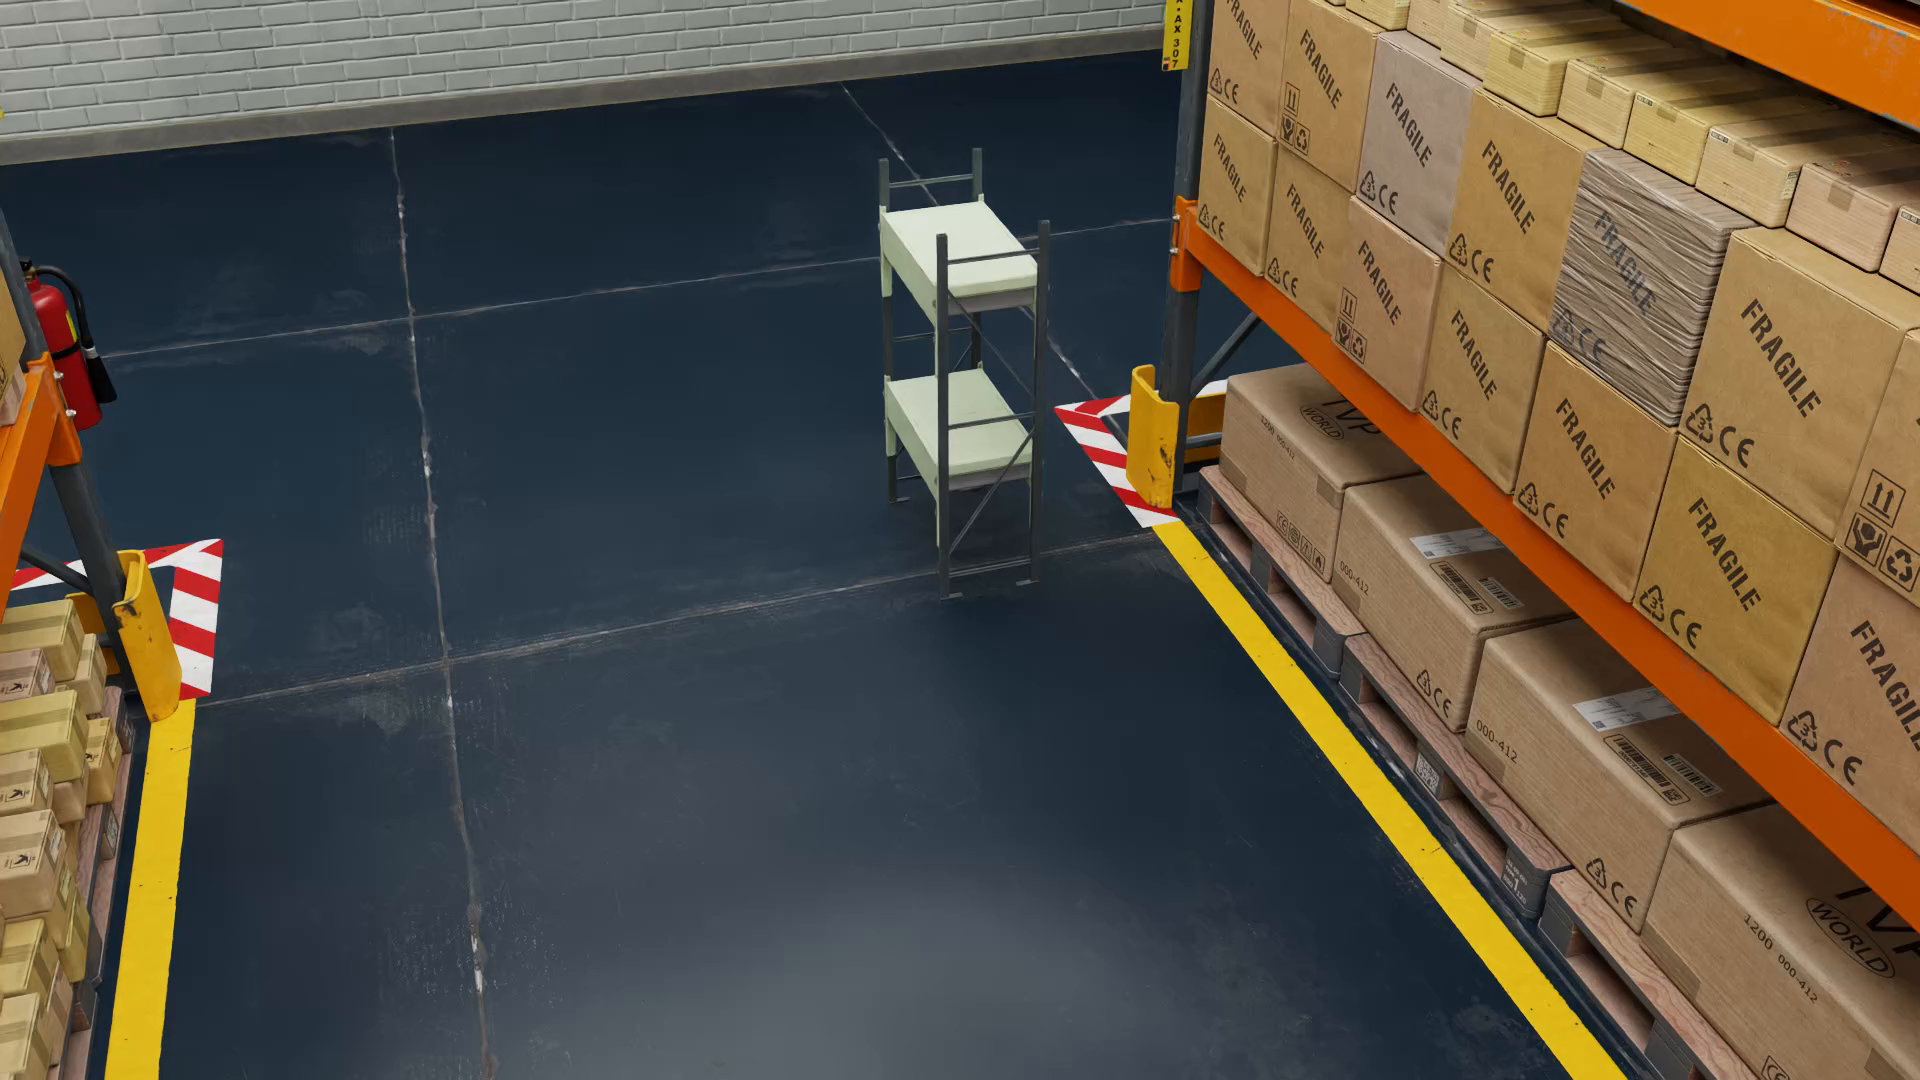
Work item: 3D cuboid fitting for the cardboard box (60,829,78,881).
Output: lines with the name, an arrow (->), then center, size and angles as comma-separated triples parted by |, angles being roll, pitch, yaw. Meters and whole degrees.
cardboard box -> -2.749, 0.993, 4.732 | 0.380, 0.149, 0.250 | -10, 35, -14

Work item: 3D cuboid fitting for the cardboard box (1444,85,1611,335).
cardboard box -> 1.670, -0.905, 4.401 | 0.500, 0.500, 0.500 | -10, 35, -15

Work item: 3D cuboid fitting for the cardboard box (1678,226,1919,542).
cardboard box -> 1.980, -0.375, 3.599 | 0.500, 0.500, 0.500 | -11, 35, -15

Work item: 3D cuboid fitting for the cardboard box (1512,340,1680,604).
cardboard box -> 1.819, -0.220, 4.271 | 0.500, 0.500, 0.500 | -11, 35, -15

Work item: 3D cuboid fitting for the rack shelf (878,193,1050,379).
rack shelf -> 0.002, -0.948, 6.116 | 0.431, 0.370, 0.720 | -10, 35, -15

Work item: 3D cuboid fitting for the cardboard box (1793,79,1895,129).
cardboard box -> 2.247, -1.048, 4.029 | 0.380, 0.149, 0.250 | -10, 35, -15

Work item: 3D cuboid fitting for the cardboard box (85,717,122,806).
cardboard box -> -2.836, 0.712, 5.156 | 0.380, 0.149, 0.250 | -9, 35, -13

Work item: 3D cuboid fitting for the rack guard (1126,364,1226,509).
rack guard -> 1.306, -0.517, 7.078 | 1.175, 0.500, 0.348 | -10, 35, -15

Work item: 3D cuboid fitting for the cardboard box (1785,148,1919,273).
cardboard box -> 1.999, -0.704, 3.508 | 0.380, 0.149, 0.250 | -10, 35, -15

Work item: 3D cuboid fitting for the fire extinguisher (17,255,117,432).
fire extinguisher -> -3.007, -0.683, 5.472 | 0.296, 0.674, 0.183 | -10, 35, -15

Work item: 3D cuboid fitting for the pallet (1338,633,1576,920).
pallet -> 2.001, 0.663, 5.556 | 1.003, 0.211, 1.213 | -10, 35, -15

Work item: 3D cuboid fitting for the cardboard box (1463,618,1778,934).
cardboard box -> 2.171, 0.629, 5.020 | 0.875, 0.438, 0.875 | -11, 35, -16

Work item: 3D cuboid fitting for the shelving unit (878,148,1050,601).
shelving unit -> 0.002, -0.622, 6.331 | 0.431, 1.500, 0.755 | -10, 35, -15

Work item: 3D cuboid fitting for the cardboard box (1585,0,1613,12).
cardboard box -> 1.923, -1.583, 4.838 | 0.380, 0.149, 0.250 | -10, 35, -15

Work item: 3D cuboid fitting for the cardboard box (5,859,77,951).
cardboard box -> -2.606, 1.000, 4.451 | 0.380, 0.149, 0.250 | -10, 35, -14

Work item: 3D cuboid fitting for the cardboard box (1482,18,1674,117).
cardboard box -> 1.591, -1.222, 4.293 | 0.380, 0.149, 0.250 | -11, 35, -16

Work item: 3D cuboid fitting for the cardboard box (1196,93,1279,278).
cardboard box -> 1.187, -1.288, 5.888 | 0.500, 0.500, 0.500 | -10, 35, -15

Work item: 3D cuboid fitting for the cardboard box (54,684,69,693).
cardboard box -> -2.908, 0.604, 5.050 | 0.380, 0.149, 0.250 | -11, 35, -16

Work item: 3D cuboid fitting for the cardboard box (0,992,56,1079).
cardboard box -> -2.435, 1.278, 4.031 | 0.380, 0.149, 0.250 | -10, 35, -14

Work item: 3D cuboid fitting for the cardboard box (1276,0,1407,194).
cardboard box -> 1.353, -1.436, 5.204 | 0.500, 0.500, 0.500 | -11, 35, -16

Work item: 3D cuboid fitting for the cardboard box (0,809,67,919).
cardboard box -> -2.591, 0.874, 4.371 | 0.380, 0.149, 0.250 | -9, 34, -13

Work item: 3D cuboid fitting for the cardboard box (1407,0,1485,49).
cardboard box -> 1.504, -1.498, 4.710 | 0.380, 0.149, 0.250 | -10, 35, -14

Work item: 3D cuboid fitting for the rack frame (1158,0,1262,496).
rack frame -> 1.314, -1.547, 6.370 | 1.000, 3.000, 0.127 | -10, 35, -15

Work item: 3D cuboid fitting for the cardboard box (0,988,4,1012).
cardboard box -> -2.510, 1.164, 3.933 | 0.380, 0.149, 0.250 | -10, 35, -14

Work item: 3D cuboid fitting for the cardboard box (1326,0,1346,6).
cardboard box -> 1.276, -1.762, 5.110 | 0.380, 0.149, 0.250 | -9, 34, -13

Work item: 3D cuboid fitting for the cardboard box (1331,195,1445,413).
cardboard box -> 1.505, -0.757, 5.085 | 0.500, 0.500, 0.500 | -10, 35, -15

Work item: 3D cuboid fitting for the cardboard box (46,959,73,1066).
cardboard box -> -2.548, 1.263, 4.323 | 0.380, 0.149, 0.250 | -9, 35, -14

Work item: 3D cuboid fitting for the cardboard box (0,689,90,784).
cardboard box -> -2.745, 0.596, 4.792 | 0.380, 0.149, 0.250 | -11, 35, -16

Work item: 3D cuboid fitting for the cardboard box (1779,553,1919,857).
cardboard box -> 2.149, 0.311, 3.468 | 0.500, 0.500, 0.500 | -10, 35, -14

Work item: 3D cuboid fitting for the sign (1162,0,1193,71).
sign -> 0.783, -1.851, 5.973 | 0.100, 0.325, 0.005 | -10, 35, -15

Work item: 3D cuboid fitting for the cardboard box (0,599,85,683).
cardboard box -> -2.967, 0.340, 5.180 | 0.380, 0.149, 0.250 | -10, 35, -14

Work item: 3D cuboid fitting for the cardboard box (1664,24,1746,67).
cardboard box -> 2.117, -1.320, 4.441 | 0.380, 0.149, 0.250 | -9, 34, -13

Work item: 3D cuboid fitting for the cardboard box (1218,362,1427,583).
cardboard box -> 1.610, -0.323, 6.462 | 0.875, 0.438, 0.875 | -11, 35, -16

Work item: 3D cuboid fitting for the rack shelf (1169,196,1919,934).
rack shelf -> 1.924, -0.197, 4.979 | 1.077, 0.370, 4.000 | -10, 35, -15

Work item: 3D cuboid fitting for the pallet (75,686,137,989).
pallet -> -3.132, 0.974, 5.084 | 1.003, 0.211, 1.213 | -10, 35, -15

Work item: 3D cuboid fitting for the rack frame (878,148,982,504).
rack frame -> -0.110, -0.814, 6.622 | 0.400, 1.500, 0.023 | -10, 35, -15

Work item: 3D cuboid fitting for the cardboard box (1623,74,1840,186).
cardboard box -> 1.807, -0.966, 3.905 | 0.380, 0.149, 0.250 | -11, 35, -16
